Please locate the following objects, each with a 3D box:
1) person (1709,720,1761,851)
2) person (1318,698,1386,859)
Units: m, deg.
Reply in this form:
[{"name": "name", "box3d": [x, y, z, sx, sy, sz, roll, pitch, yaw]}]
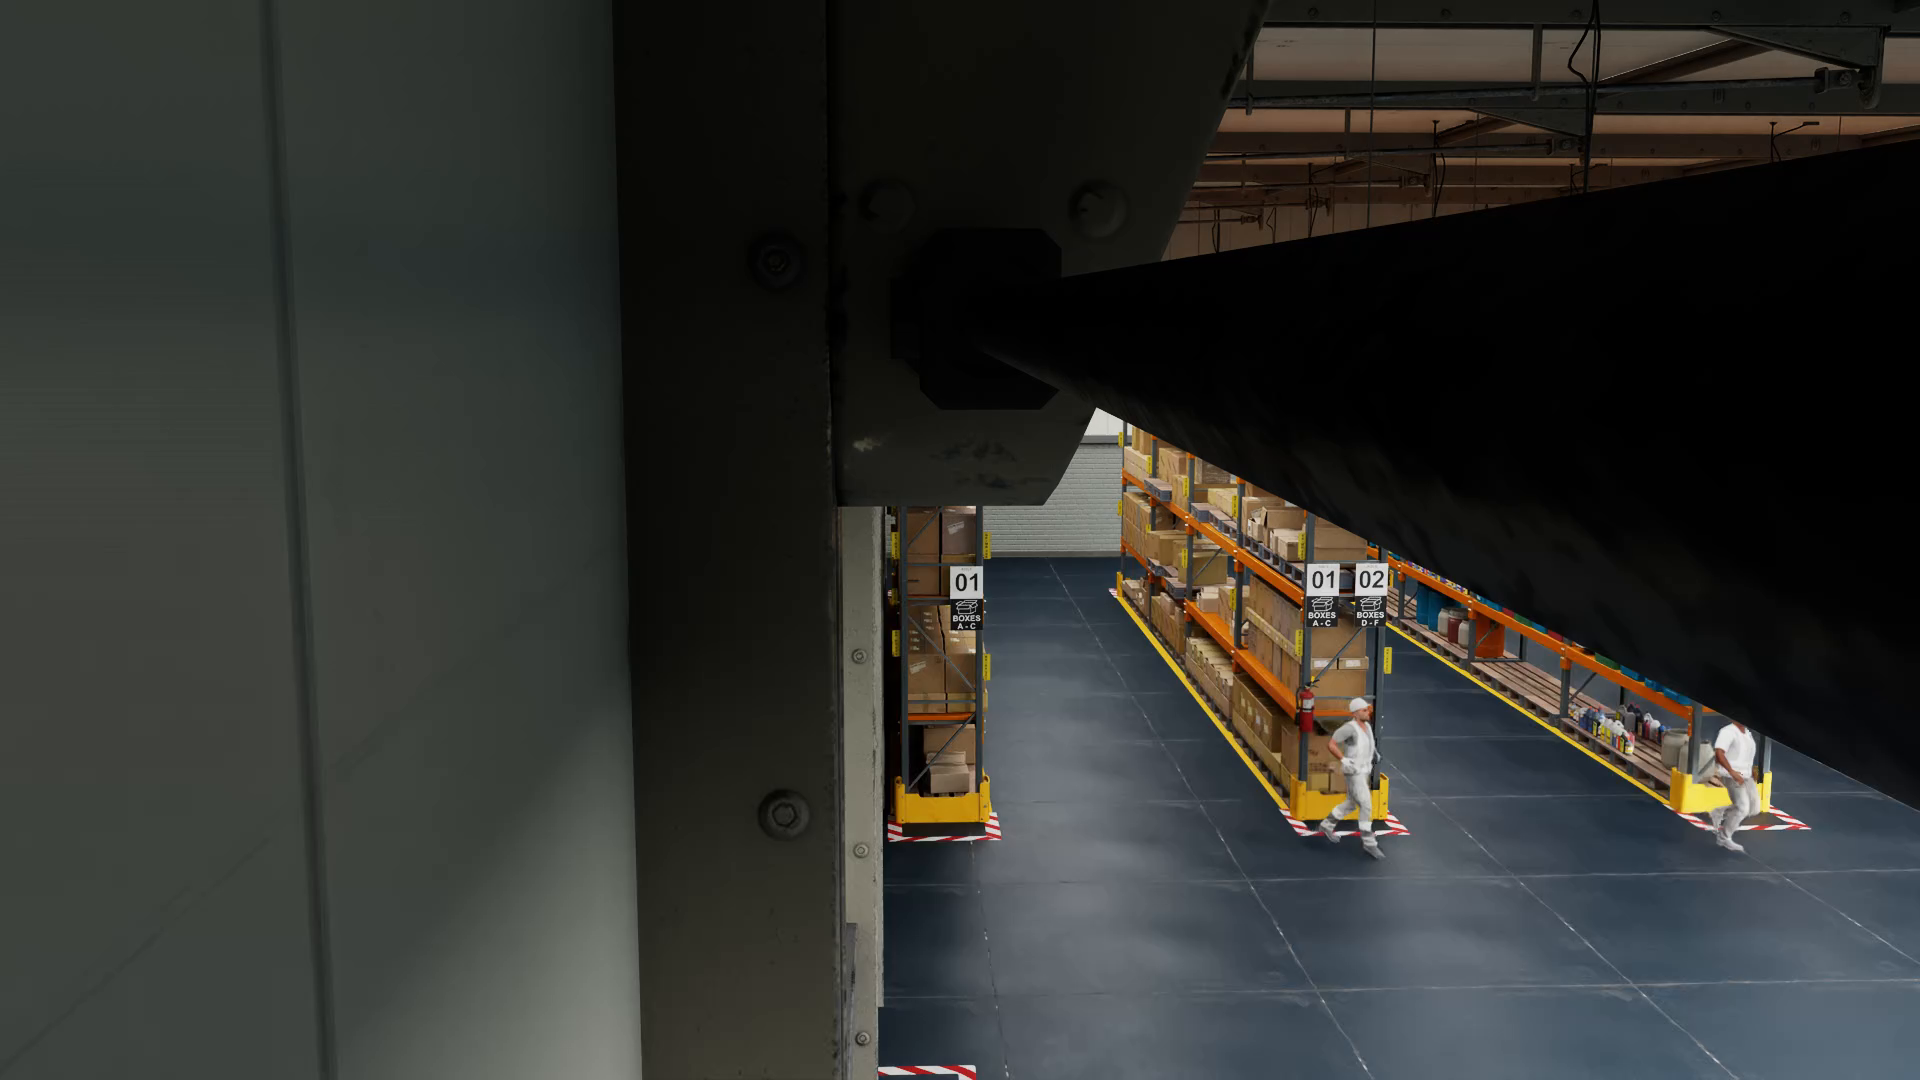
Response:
[{"name": "person", "box3d": [9.143, 2.757, 19.569, 0.756, 1.696, 0.548, -7, 11, -41]}, {"name": "person", "box3d": [4.621, 2.739, 19.371, 0.867, 1.832, 0.704, 6, 10, 39]}]
